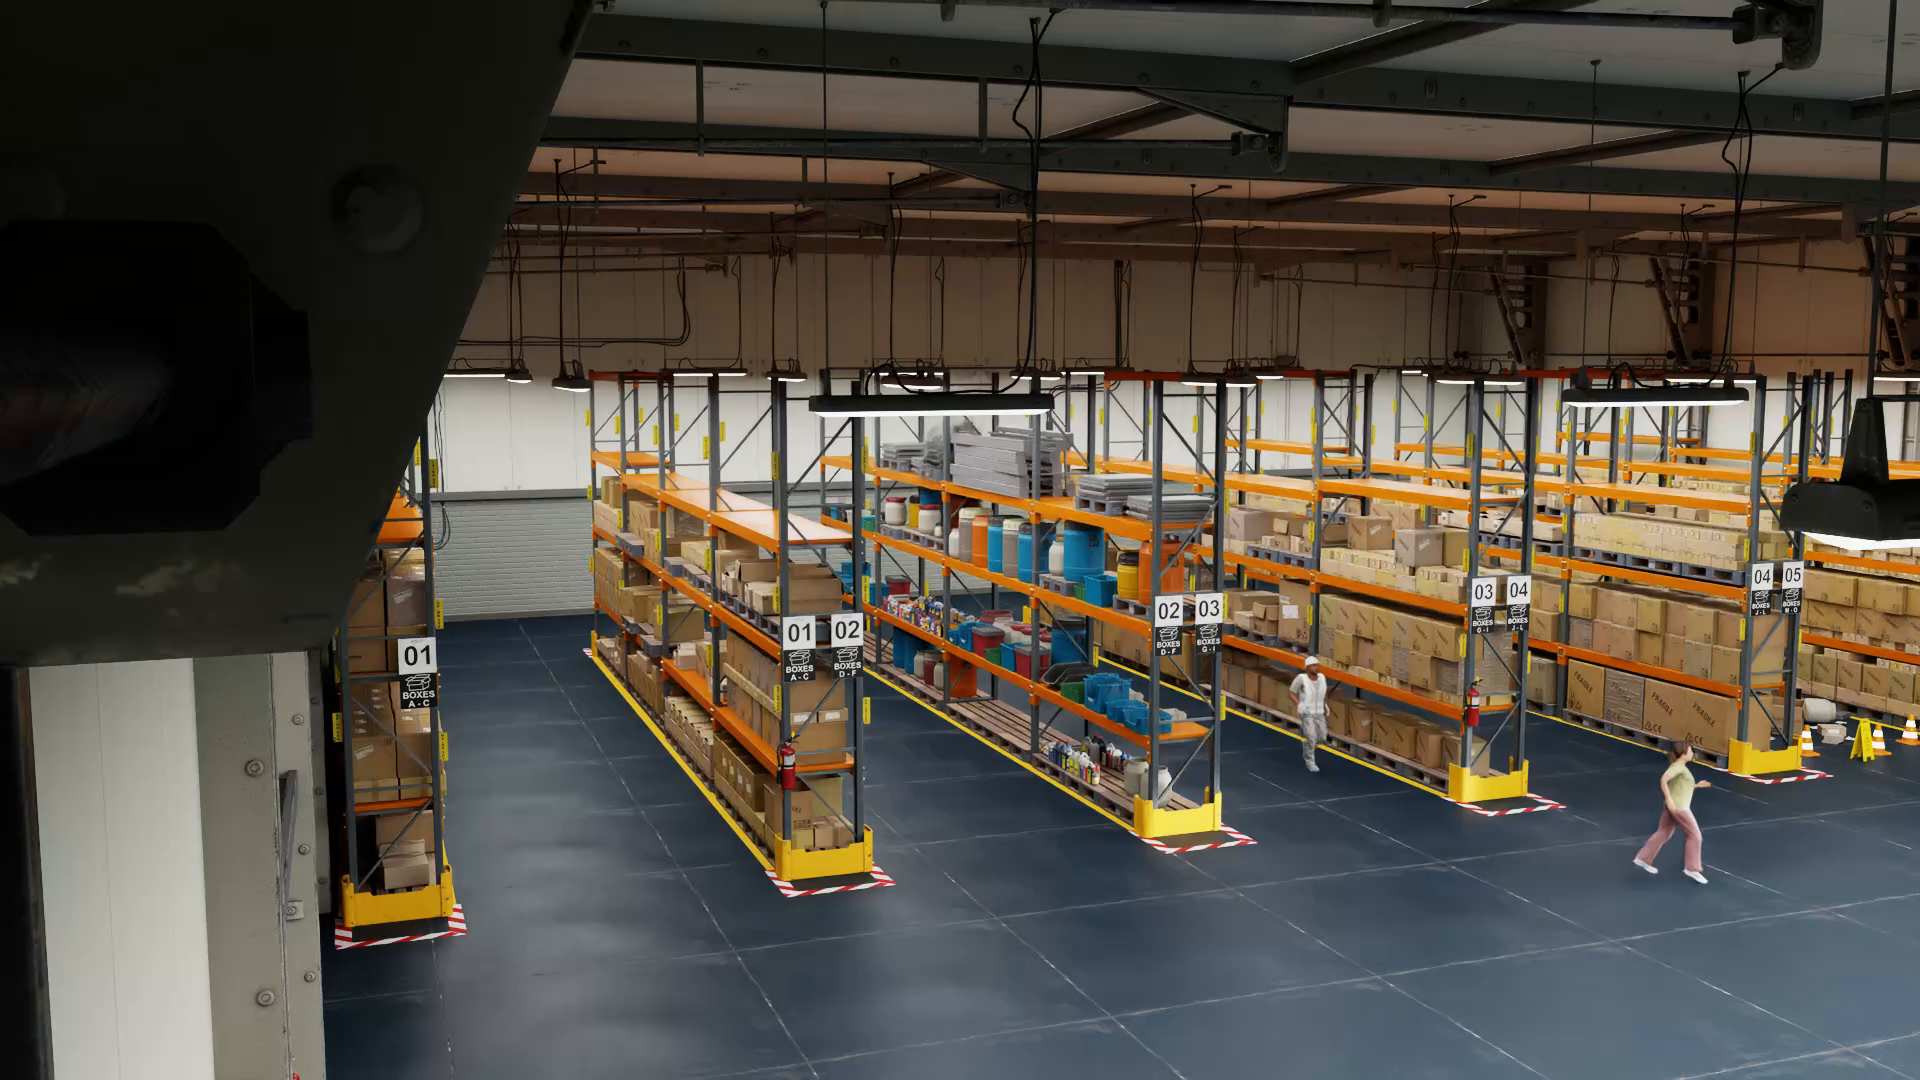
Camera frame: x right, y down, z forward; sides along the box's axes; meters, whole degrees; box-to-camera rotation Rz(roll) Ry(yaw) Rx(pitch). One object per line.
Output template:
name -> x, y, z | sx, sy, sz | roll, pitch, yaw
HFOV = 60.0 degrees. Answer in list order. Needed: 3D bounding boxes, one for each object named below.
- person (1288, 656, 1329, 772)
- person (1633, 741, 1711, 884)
person -> 5.326, 2.632, 25.404 | 0.687, 1.745, 0.595 | -2, 7, -20
person -> 8.582, 3.261, 20.008 | 0.843, 1.715, 0.548 | 1, 6, 9
